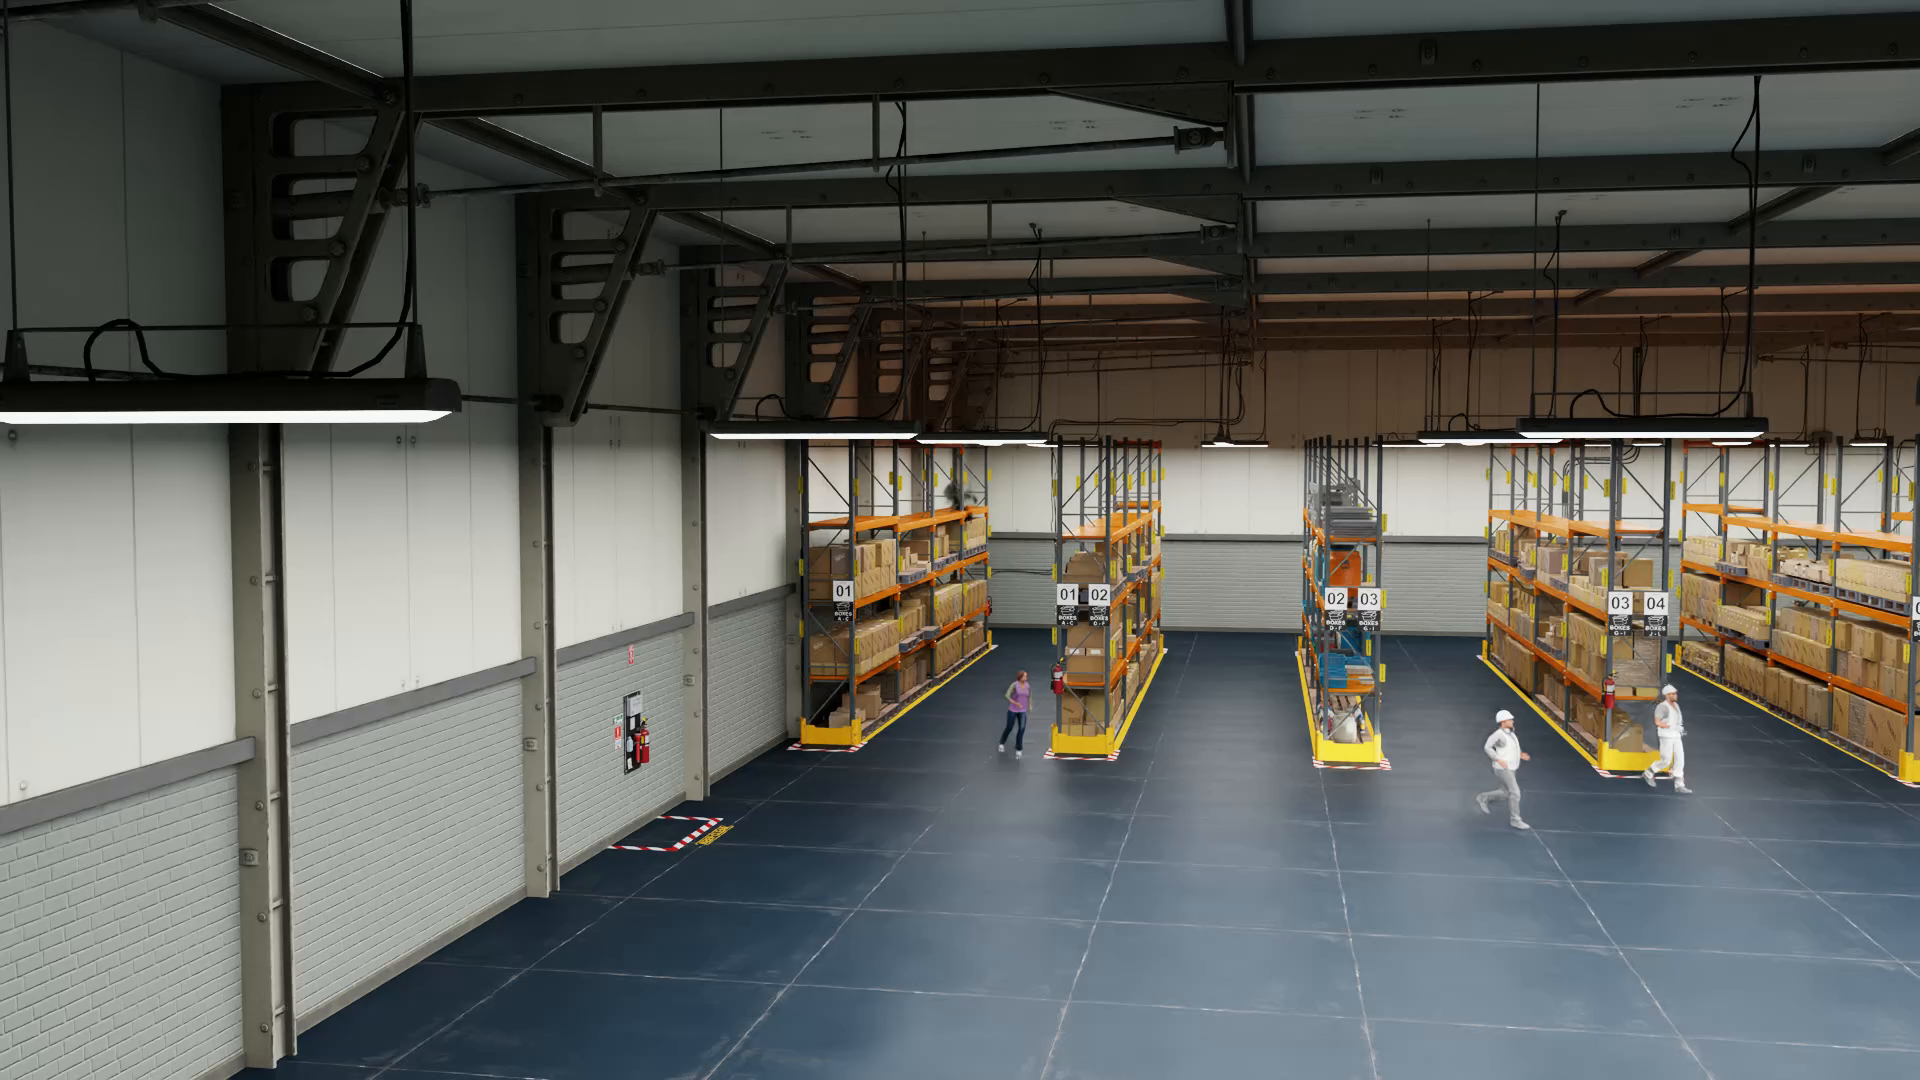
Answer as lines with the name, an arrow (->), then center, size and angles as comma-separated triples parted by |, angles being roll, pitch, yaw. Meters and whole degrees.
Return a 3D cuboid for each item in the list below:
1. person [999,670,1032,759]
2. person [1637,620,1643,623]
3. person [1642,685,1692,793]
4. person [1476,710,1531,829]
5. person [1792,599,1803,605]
person -> 1.103, 3.234, 31.137 | 0.622, 1.609, 0.759 | -1, 3, -21
person -> 17.964, 2.553, 44.474 | 0.624, 1.527, 0.860 | 2, 3, 26
person -> 11.856, 3.317, 27.825 | 0.678, 1.778, 0.854 | -2, 4, -35
person -> 8.277, 3.481, 25.351 | 0.880, 1.773, 0.540 | 2, 4, 38
person -> 22.734, 2.424, 45.388 | 0.618, 1.661, 0.593 | 1, 3, 10
